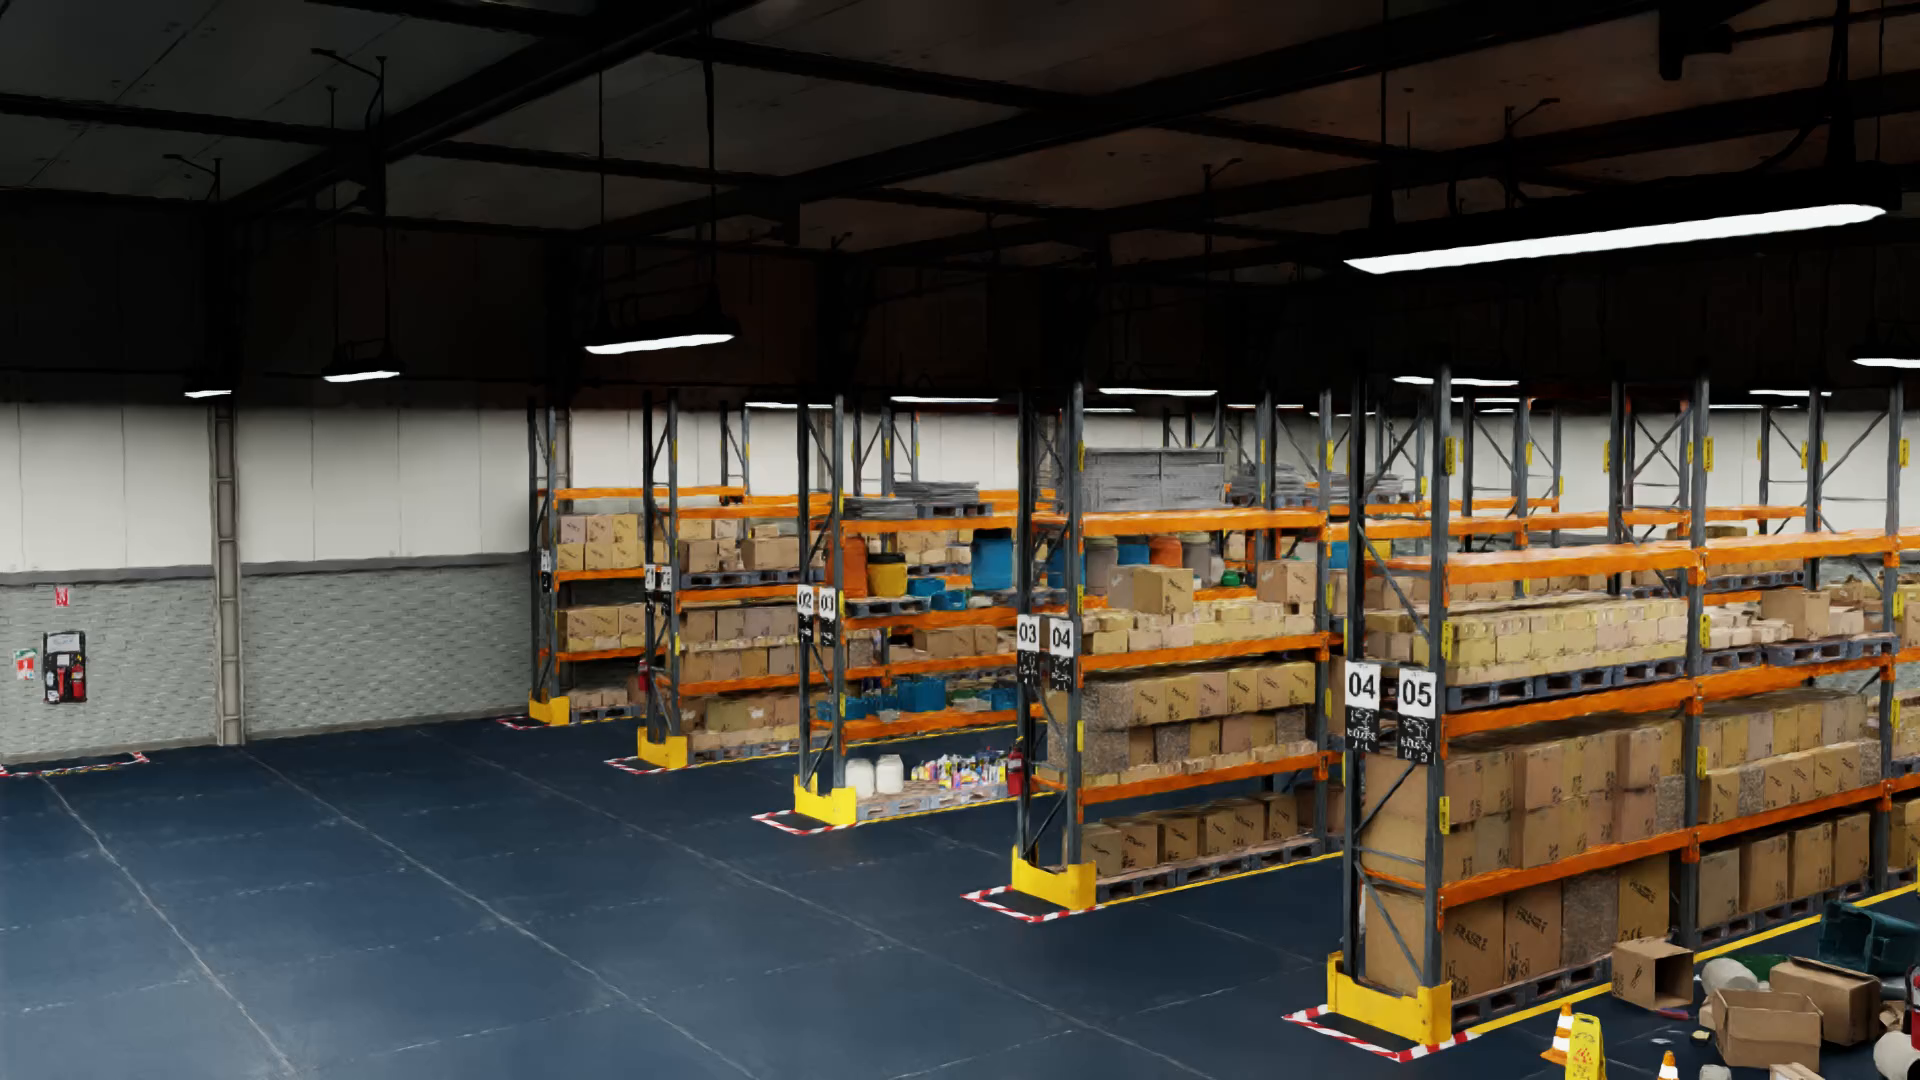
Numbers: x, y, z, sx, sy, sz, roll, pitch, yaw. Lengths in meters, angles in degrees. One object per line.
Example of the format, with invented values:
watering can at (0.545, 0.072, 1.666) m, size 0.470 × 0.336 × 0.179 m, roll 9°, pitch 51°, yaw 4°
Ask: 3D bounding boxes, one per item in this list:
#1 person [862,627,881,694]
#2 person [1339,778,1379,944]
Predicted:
person at (-1.735, 2.351, 33.445) m, size 0.380 × 1.653 × 0.596 m, roll 2°, pitch 4°, yaw 31°
person at (4.218, 3.283, 17.277) m, size 1.112 × 1.662 × 0.544 m, roll -2°, pitch 4°, yaw -33°
